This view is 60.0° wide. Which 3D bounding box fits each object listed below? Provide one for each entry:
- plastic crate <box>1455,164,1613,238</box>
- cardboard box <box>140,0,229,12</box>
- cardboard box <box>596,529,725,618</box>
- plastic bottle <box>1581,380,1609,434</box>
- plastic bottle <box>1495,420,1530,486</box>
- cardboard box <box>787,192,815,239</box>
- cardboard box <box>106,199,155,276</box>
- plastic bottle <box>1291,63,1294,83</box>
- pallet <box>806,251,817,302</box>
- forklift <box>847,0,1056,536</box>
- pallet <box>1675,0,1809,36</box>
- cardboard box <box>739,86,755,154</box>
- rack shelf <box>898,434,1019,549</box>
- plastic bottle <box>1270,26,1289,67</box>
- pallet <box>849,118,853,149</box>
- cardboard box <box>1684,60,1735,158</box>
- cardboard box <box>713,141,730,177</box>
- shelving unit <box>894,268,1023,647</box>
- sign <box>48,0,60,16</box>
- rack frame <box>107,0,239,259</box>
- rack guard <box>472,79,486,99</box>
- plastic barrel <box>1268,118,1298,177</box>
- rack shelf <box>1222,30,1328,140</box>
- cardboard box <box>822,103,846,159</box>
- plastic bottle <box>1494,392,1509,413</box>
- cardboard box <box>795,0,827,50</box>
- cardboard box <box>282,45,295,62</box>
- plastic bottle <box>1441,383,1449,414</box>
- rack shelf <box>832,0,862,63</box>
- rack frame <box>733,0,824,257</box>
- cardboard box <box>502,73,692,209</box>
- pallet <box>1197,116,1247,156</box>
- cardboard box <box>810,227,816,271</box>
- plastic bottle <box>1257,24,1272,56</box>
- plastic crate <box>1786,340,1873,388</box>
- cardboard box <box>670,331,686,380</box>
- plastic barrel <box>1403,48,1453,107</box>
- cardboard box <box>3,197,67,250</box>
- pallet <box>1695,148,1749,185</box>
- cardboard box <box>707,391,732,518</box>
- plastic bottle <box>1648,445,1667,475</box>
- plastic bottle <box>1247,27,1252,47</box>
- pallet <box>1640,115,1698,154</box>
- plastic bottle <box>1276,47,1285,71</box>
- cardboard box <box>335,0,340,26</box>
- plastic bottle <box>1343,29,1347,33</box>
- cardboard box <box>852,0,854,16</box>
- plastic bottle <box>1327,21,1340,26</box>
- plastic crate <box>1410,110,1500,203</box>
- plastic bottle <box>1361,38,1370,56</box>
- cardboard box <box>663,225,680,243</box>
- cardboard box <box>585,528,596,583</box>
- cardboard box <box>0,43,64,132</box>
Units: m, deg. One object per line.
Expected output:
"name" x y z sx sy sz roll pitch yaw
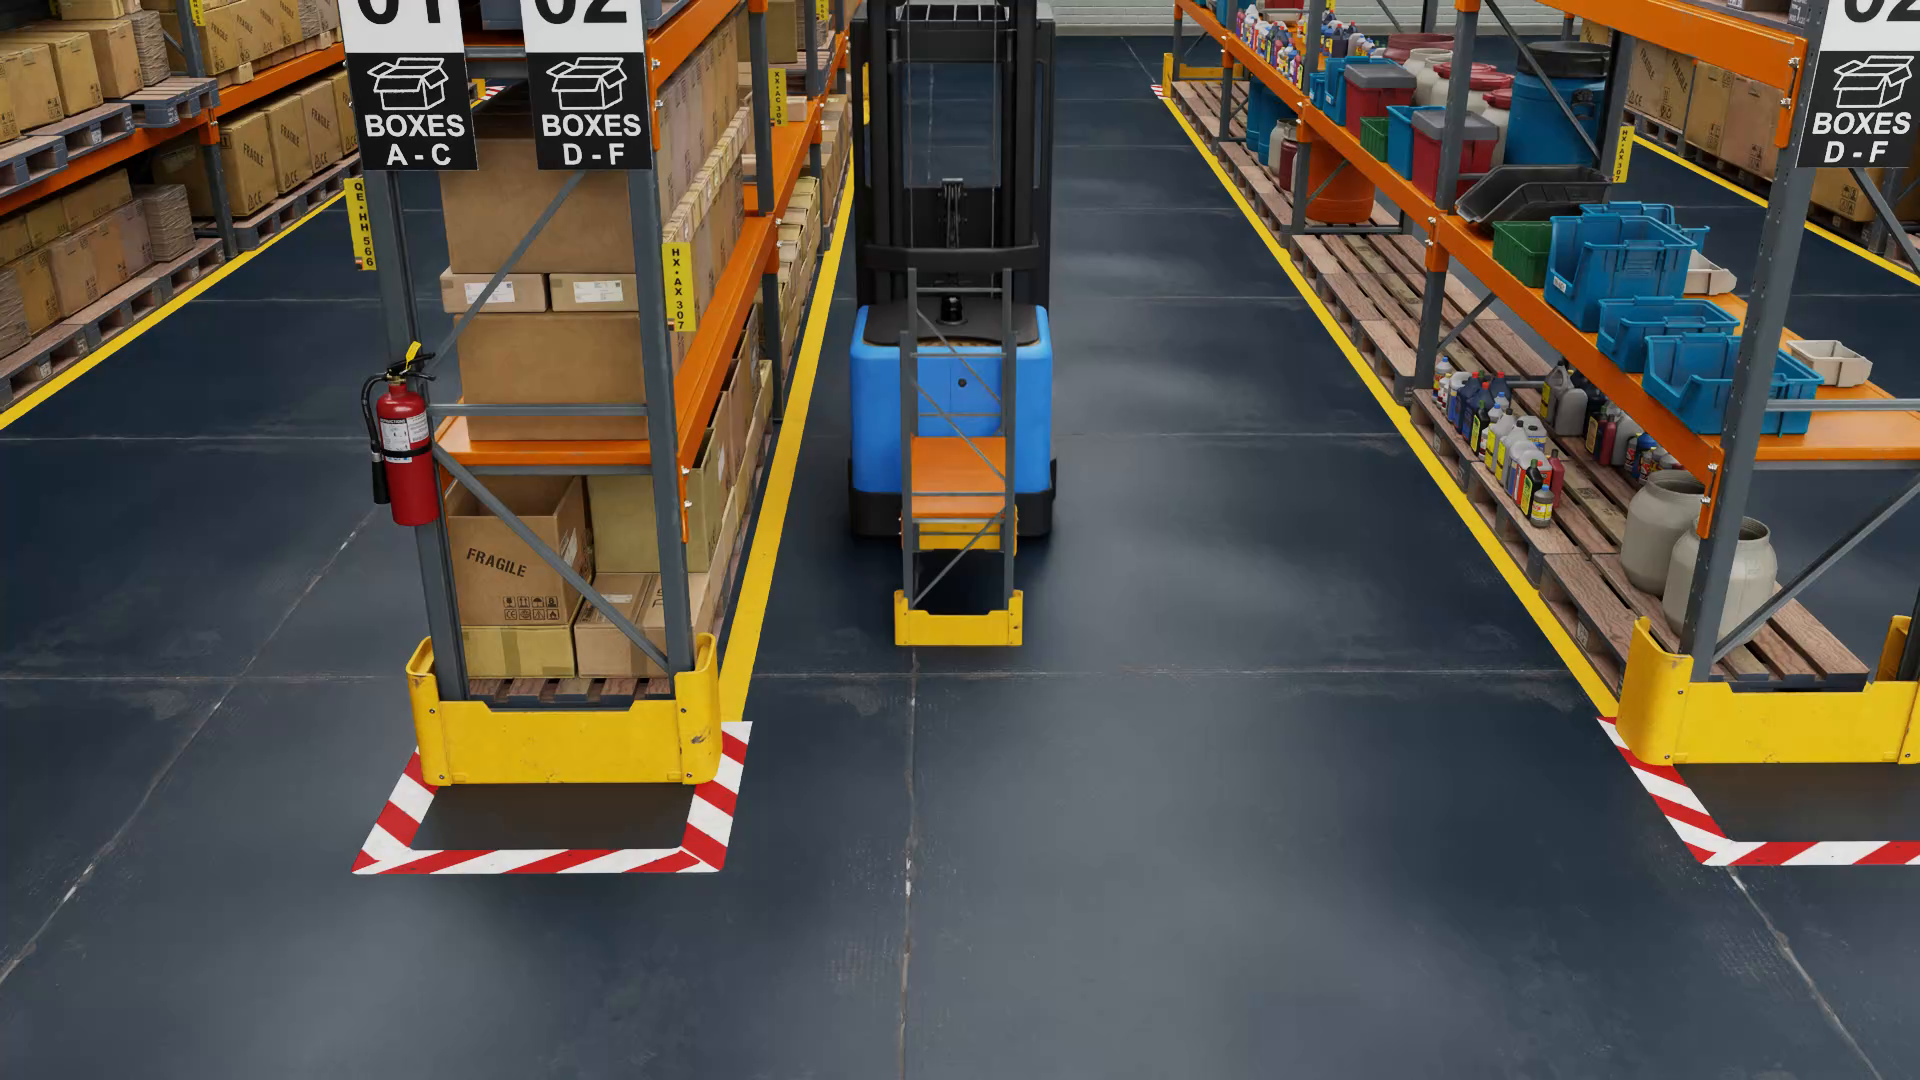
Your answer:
"plastic crate" 3.224 -1.900 9.387 0.767 0.338 0.504 0 24 -1
"cardboard box" -6.352 -4.481 13.600 0.500 0.250 0.500 0 24 1
"cardboard box" -1.356 0.158 7.589 0.500 0.250 0.500 0 24 -1
"plastic bottle" 3.643 -0.795 9.549 0.144 0.351 0.185 -1 24 -3
"plastic bottle" 2.948 -0.474 8.839 0.144 0.351 0.185 1 24 2
"cardboard box" -1.387 -2.538 12.867 0.500 0.311 0.500 -1 24 -1
"cardboard box" -6.655 -2.301 12.697 0.700 0.500 0.500 0 24 -1
"plastic bottle" 2.886 -4.010 14.218 0.097 0.201 0.097 0 24 0
"pallet" -1.681 -2.162 13.275 1.003 0.211 1.213 0 24 -1
"forklift" -0.038 -1.915 9.427 1.130 2.935 3.031 0 24 0
"pallet" 3.478 -2.119 6.384 1.003 0.211 1.213 0 24 -1
"cardboard box" -1.605 -2.703 10.966 0.500 0.500 0.500 1 24 3
"rack shelf" -0.005 -0.247 7.913 0.538 0.185 1.000 0 24 0
"plastic bottle" 2.899 -4.472 15.058 0.144 0.351 0.185 0 24 -1
"pallet" -1.701 -4.433 18.296 1.003 0.211 1.213 0 24 -1
"cardboard box" 8.238 -4.423 16.959 1.225 0.875 0.875 0 24 0
"cardboard box" -1.381 -1.935 8.480 0.380 0.149 0.250 0 24 -1
"shelving unit" -0.005 -0.415 7.847 0.587 1.500 1.083 0 24 0
"sign" -7.159 -4.272 13.151 0.100 0.325 0.005 0 24 -1
"rack frame" -6.604 -3.749 13.398 1.000 3.000 0.127 0 24 -1
"rack guard" -6.692 -5.916 21.224 1.175 0.500 0.348 0 24 -1
"plastic barrel" 3.172 -3.750 15.911 0.421 0.512 0.421 0 24 0
"rack shelf" 3.280 -4.289 15.467 1.077 0.370 4.000 0 24 -1
"cardboard box" -1.406 -4.076 16.623 0.500 0.500 0.500 0 24 0
"plastic bottle" 3.062 -0.709 9.454 0.097 0.271 0.097 0 24 0
"cardboard box" -1.590 -4.646 14.752 0.700 0.500 0.500 4 25 9
"cardboard box" -6.400 -4.520 15.385 0.380 0.149 0.250 0 24 1
"plastic bottle" 2.913 -0.853 9.858 0.097 0.201 0.097 0 24 0
"rack shelf" -1.716 -5.917 19.066 1.077 0.370 4.000 0 24 -1
"rack frame" -1.651 -3.772 13.451 1.000 3.000 0.127 0 24 -1
"cardboard box" -1.574 -1.751 7.286 0.700 0.500 0.500 0 24 0
"pallet" 3.212 -4.474 18.385 1.003 0.211 1.213 0 24 -1
"cardboard box" -1.392 -2.283 12.985 0.500 0.250 0.500 -1 24 -1
"plastic bottle" 2.895 -4.715 15.686 0.152 0.276 0.135 0 24 -1
"plastic crate" 3.701 -0.747 7.081 0.298 0.136 0.250 0 24 -1
"cardboard box" -1.567 -0.930 7.046 0.700 0.500 0.500 0 24 1
"plastic barrel" 3.527 -3.421 12.539 0.421 0.512 0.421 0 24 0
"cardboard box" -6.603 -2.203 11.570 0.500 0.250 0.500 -1 24 -2
"pallet" 8.295 -3.876 17.063 1.003 0.211 1.213 0 24 -1
"cardboard box" -1.373 -0.390 7.890 0.500 0.500 0.500 0 24 -1
"plastic bottle" 3.676 -0.385 8.738 0.097 0.271 0.097 0 24 0
"plastic bottle" 2.862 -4.920 16.229 0.097 0.201 0.097 0 24 0
"pallet" 8.281 -4.507 18.459 1.003 0.211 1.213 0 24 -1
"plastic bottle" 2.878 -4.291 14.838 0.097 0.201 0.097 0 24 0
"cardboard box" -6.391 -5.398 16.539 0.500 0.500 0.500 -1 24 -1
"plastic bottle" 3.569 -4.610 15.458 0.097 0.271 0.097 0 24 0
"cardboard box" -1.440 -6.095 18.464 0.500 0.500 0.500 0 24 -1
"plastic bottle" 3.596 -4.866 16.019 0.152 0.276 0.135 0 24 -1
"plastic crate" 3.035 -2.372 10.277 0.402 0.464 0.583 0 24 -1
"plastic bottle" 3.637 -4.343 14.869 0.097 0.271 0.097 0 24 0
"cardboard box" -1.360 -1.191 6.835 0.380 0.149 0.250 0 24 0
"cardboard box" -1.882 0.160 7.583 0.500 0.250 0.500 0 24 -1
"cardboard box" -6.570 -3.058 11.216 0.700 0.500 0.500 3 25 7
